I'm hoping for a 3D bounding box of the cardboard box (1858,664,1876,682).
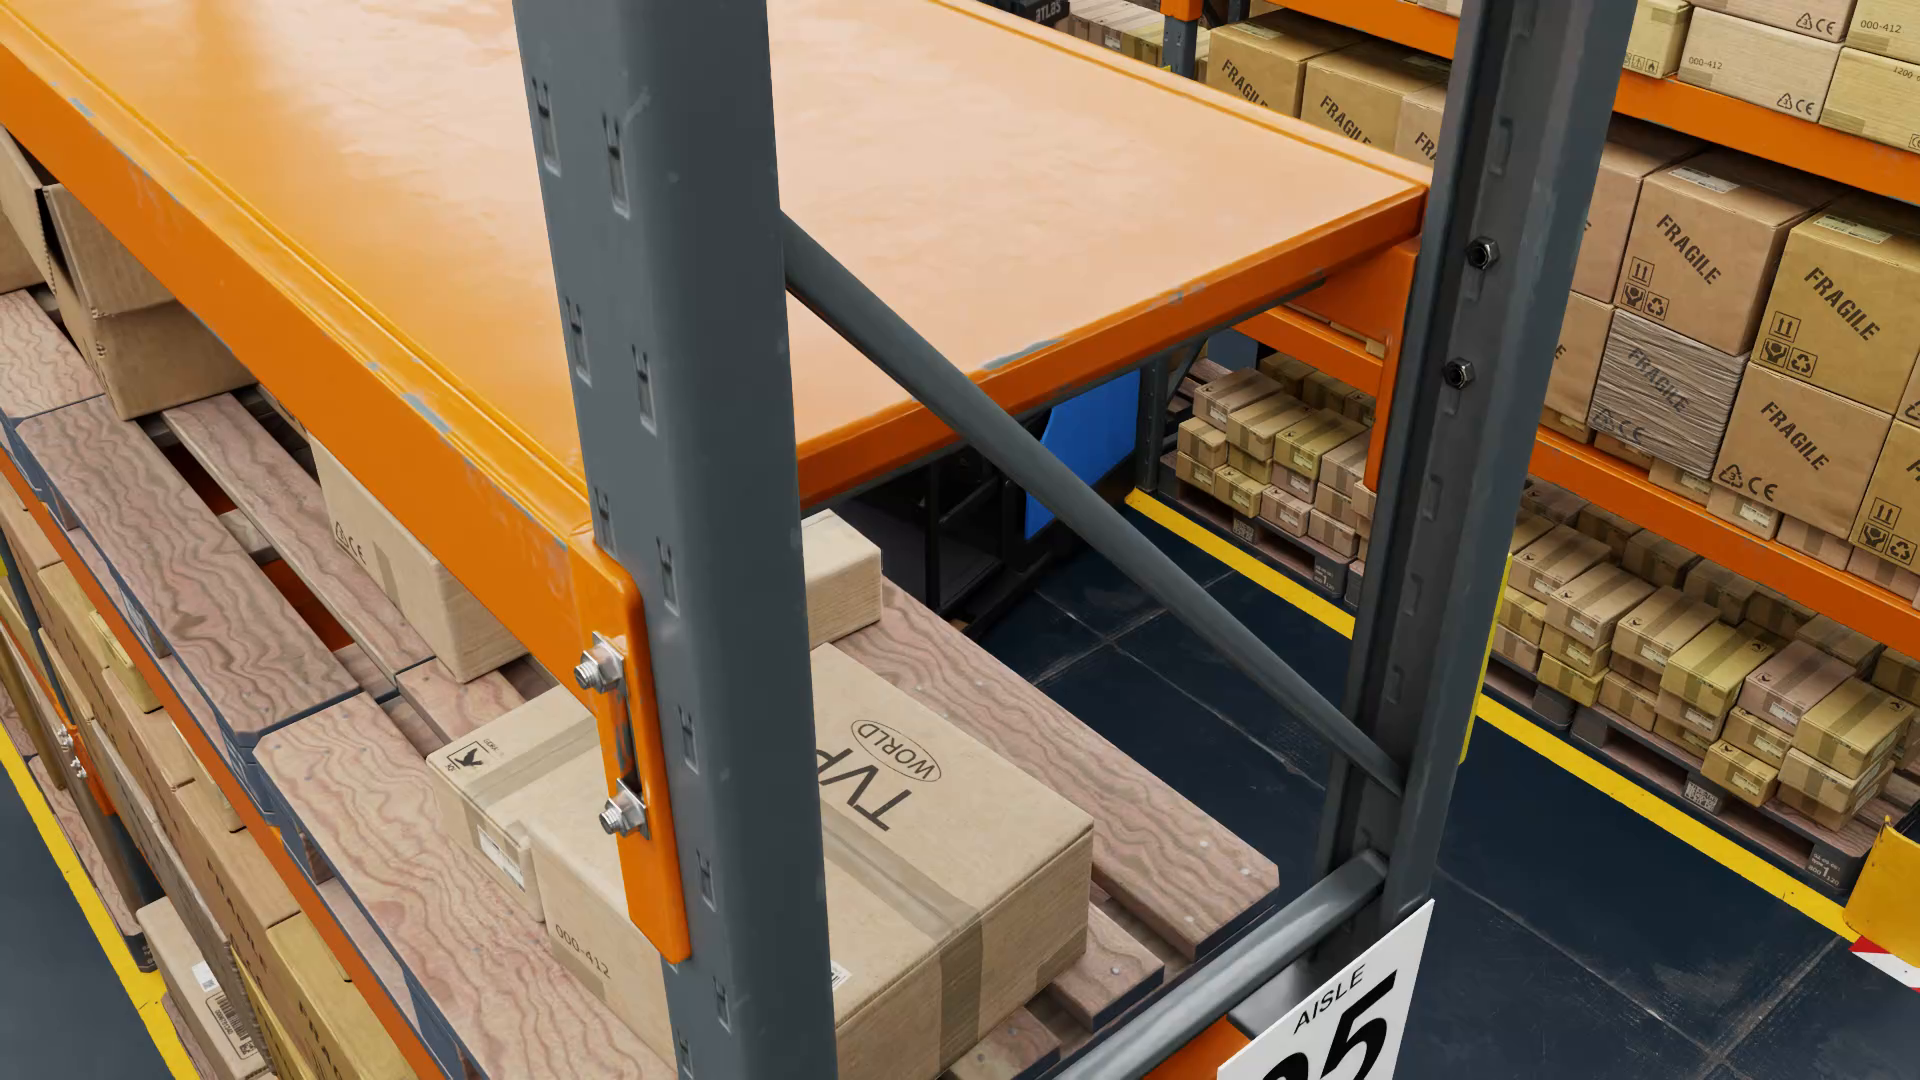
[{"bbox_3d":[3.616,0.494,6.803,0.380,0.149,0.250,-26,43,-32],"label":"cardboard box"}]

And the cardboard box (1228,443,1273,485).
[{"bbox_3d":[1.532,-0.445,8.129,0.380,0.149,0.250,-26,43,-31],"label":"cardboard box"}]

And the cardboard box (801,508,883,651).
[{"bbox_3d":[-0.351,0.083,2.709,0.380,0.149,0.250,-24,42,-30],"label":"cardboard box"}]

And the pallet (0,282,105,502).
[{"bbox_3d":[-1.886,-0.605,3.991,1.003,0.211,1.213,-26,43,-32],"label":"pallet"}]

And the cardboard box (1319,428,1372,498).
[{"bbox_3d":[1.894,-0.351,7.739,0.380,0.149,0.250,-27,43,-33],"label":"cardboard box"}]

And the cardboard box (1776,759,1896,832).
[{"bbox_3d":[3.393,0.930,6.445,0.380,0.149,0.250,-25,42,-31],"label":"cardboard box"}]

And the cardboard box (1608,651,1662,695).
[{"bbox_3d":[2.902,0.451,6.864,0.380,0.149,0.250,-27,43,-32],"label":"cardboard box"}]

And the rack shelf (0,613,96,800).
[{"bbox_3d":[-3.696,-0.372,6.803,1.077,0.370,4.000,-26,43,-32],"label":"rack shelf"}]

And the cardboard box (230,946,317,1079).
[{"bbox_3d":[-1.333,1.155,3.938,0.500,0.500,0.500,-25,42,-30],"label":"cardboard box"}]

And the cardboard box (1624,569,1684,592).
[{"bbox_3d":[3.064,0.184,7.241,0.380,0.149,0.250,-28,44,-34],"label":"cardboard box"}]

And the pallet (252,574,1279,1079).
[{"bbox_3d":[-0.311,0.472,2.470,1.003,0.211,1.213,-26,43,-32],"label":"pallet"}]

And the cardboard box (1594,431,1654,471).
[{"bbox_3d":[2.702,-0.445,6.500,0.380,0.149,0.250,-28,44,-34],"label":"cardboard box"}]

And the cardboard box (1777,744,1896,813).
[{"bbox_3d":[3.333,0.837,6.319,0.380,0.149,0.250,-27,44,-33],"label":"cardboard box"}]

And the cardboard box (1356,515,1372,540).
[{"bbox_3d":[2.048,-0.101,7.643,0.380,0.149,0.250,-24,42,-30],"label":"cardboard box"}]

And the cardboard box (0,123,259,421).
[{"bbox_3d":[-1.511,-0.678,3.477,0.797,0.503,0.637,-23,41,-28],"label":"cardboard box"}]

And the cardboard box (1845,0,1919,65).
[{"bbox_3d":[3.069,-1.608,5.027,0.500,0.250,0.500,-27,44,-33],"label":"cardboard box"}]

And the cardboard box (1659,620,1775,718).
[{"bbox_3d":[2.974,0.503,6.533,0.380,0.149,0.250,-27,43,-33],"label":"cardboard box"}]

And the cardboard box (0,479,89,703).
[{"bbox_3d":[-2.283,0.069,4.606,0.500,0.500,0.500,-26,43,-31],"label":"cardboard box"}]

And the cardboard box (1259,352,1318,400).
[{"bbox_3d":[1.739,-0.864,8.464,0.380,0.149,0.250,-25,42,-31],"label":"cardboard box"}]

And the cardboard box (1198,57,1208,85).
[{"bbox_3d":[1.408,-2.331,8.285,0.380,0.149,0.250,-24,42,-30],"label":"cardboard box"}]

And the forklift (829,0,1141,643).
[{"bbox_3d":[-0.366,-0.899,6.984,1.130,2.935,3.031,22,41,28],"label":"forklift"}]

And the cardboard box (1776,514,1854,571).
[{"bbox_3d":[3.160,-0.072,5.974,0.380,0.149,0.250,-26,43,-32],"label":"cardboard box"}]

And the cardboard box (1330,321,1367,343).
[{"bbox_3d":[1.850,-1.017,7.308,0.380,0.149,0.250,-28,44,-34],"label":"cardboard box"}]

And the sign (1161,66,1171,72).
[{"bbox_3d":[0.889,-1.937,7.388,0.100,0.325,0.005,-26,43,-32],"label":"sign"}]

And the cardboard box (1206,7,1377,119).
[{"bbox_3d":[1.416,-1.954,7.204,0.500,0.500,0.500,-25,42,-31],"label":"cardboard box"}]

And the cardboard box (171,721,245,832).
[{"bbox_3d":[-1.432,0.419,3.550,0.380,0.149,0.250,-26,43,-32],"label":"cardboard box"}]

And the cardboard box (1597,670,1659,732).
[{"bbox_3d":[2.876,0.601,6.909,0.380,0.149,0.250,-26,43,-31],"label":"cardboard box"}]

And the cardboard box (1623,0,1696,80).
[{"bbox_3d":[2.393,-1.846,5.796,0.500,0.250,0.500,-24,42,-30],"label":"cardboard box"}]

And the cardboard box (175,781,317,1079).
[{"bbox_3d":[-1.317,0.748,3.646,0.500,0.500,0.500,-26,43,-32],"label":"cardboard box"}]

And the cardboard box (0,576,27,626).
[{"bbox_3d":[-2.876,-0.029,5.393,0.500,0.250,0.500,-26,43,-32],"label":"cardboard box"}]

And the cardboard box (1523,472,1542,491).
[{"bbox_3d":[2.637,-0.316,7.689,0.380,0.149,0.250,-28,44,-33],"label":"cardboard box"}]

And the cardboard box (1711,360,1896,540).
[{"bbox_3d":[3.077,-0.401,5.878,0.500,0.500,0.500,-27,43,-32],"label":"cardboard box"}]

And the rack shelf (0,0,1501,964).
[{"bbox_3d":[-1.115,-0.891,2.691,1.077,0.370,4.000,-26,43,-32],"label":"rack shelf"}]

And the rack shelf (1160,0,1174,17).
[{"bbox_3d":[0.020,-3.487,8.605,1.077,0.370,4.000,-26,43,-32],"label":"rack shelf"}]

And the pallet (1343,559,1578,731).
[{"bbox_3d":[2.562,0.287,7.663,1.003,0.211,1.213,-26,43,-32],"label":"pallet"}]

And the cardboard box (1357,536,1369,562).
[{"bbox_3d":[2.074,0.006,7.749,0.380,0.149,0.250,-28,44,-34],"label":"cardboard box"}]

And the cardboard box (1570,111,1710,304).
[{"bbox_3d":[2.393,-1.269,6.238,0.500,0.500,0.500,-28,44,-33],"label":"cardboard box"}]

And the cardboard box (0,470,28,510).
[{"bbox_3d":[-2.400,-0.260,4.509,0.380,0.149,0.250,-27,43,-32],"label":"cardboard box"}]

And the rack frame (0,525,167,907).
[{"bbox_3d":[-2.406,0.217,5.348,1.000,3.000,0.127,-26,43,-32],"label":"rack frame"}]

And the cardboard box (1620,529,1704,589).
[{"bbox_3d":[3.084,0.043,7.182,0.380,0.149,0.250,-24,42,-30],"label":"cardboard box"}]

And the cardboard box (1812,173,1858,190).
[{"bbox_3d":[3.156,-1.233,6.187,0.500,0.500,0.500,-27,43,-33],"label":"cardboard box"}]

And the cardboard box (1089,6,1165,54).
[{"bbox_3d":[0.900,-2.677,8.773,0.380,0.149,0.250,-27,43,-32],"label":"cardboard box"}]

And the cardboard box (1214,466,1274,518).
[{"bbox_3d":[1.472,-0.283,8.158,0.380,0.149,0.250,-25,42,-31],"label":"cardboard box"}]

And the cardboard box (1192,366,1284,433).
[{"bbox_3d":[1.375,-0.695,8.224,0.380,0.149,0.250,-24,42,-30],"label":"cardboard box"}]

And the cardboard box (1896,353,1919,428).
[{"bbox_3d":[3.407,-0.587,5.274,0.500,0.500,0.500,-27,43,-33],"label":"cardboard box"}]

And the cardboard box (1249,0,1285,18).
[{"bbox_3d":[3.013,-4.237,13.112,1.225,0.875,0.875,-28,44,-34],"label":"cardboard box"}]

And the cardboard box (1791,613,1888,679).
[{"bbox_3d":[3.543,0.407,6.669,0.380,0.149,0.250,-25,42,-31],"label":"cardboard box"}]

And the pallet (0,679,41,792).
[{"bbox_3d":[-3.753,0.504,7.356,1.003,0.211,1.213,-26,43,-32],"label":"pallet"}]

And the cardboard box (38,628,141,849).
[{"bbox_3d":[-2.303,0.481,4.888,0.500,0.500,0.500,-25,42,-30],"label":"cardboard box"}]

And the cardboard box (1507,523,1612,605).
[{"bbox_3d":[2.554,0.110,7.088,0.380,0.149,0.250,-28,44,-33],"label":"cardboard box"}]

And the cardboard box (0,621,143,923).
[{"bbox_3d":[-2.867,0.669,6.185,0.875,0.875,0.875,-25,42,-30],"label":"cardboard box"}]
